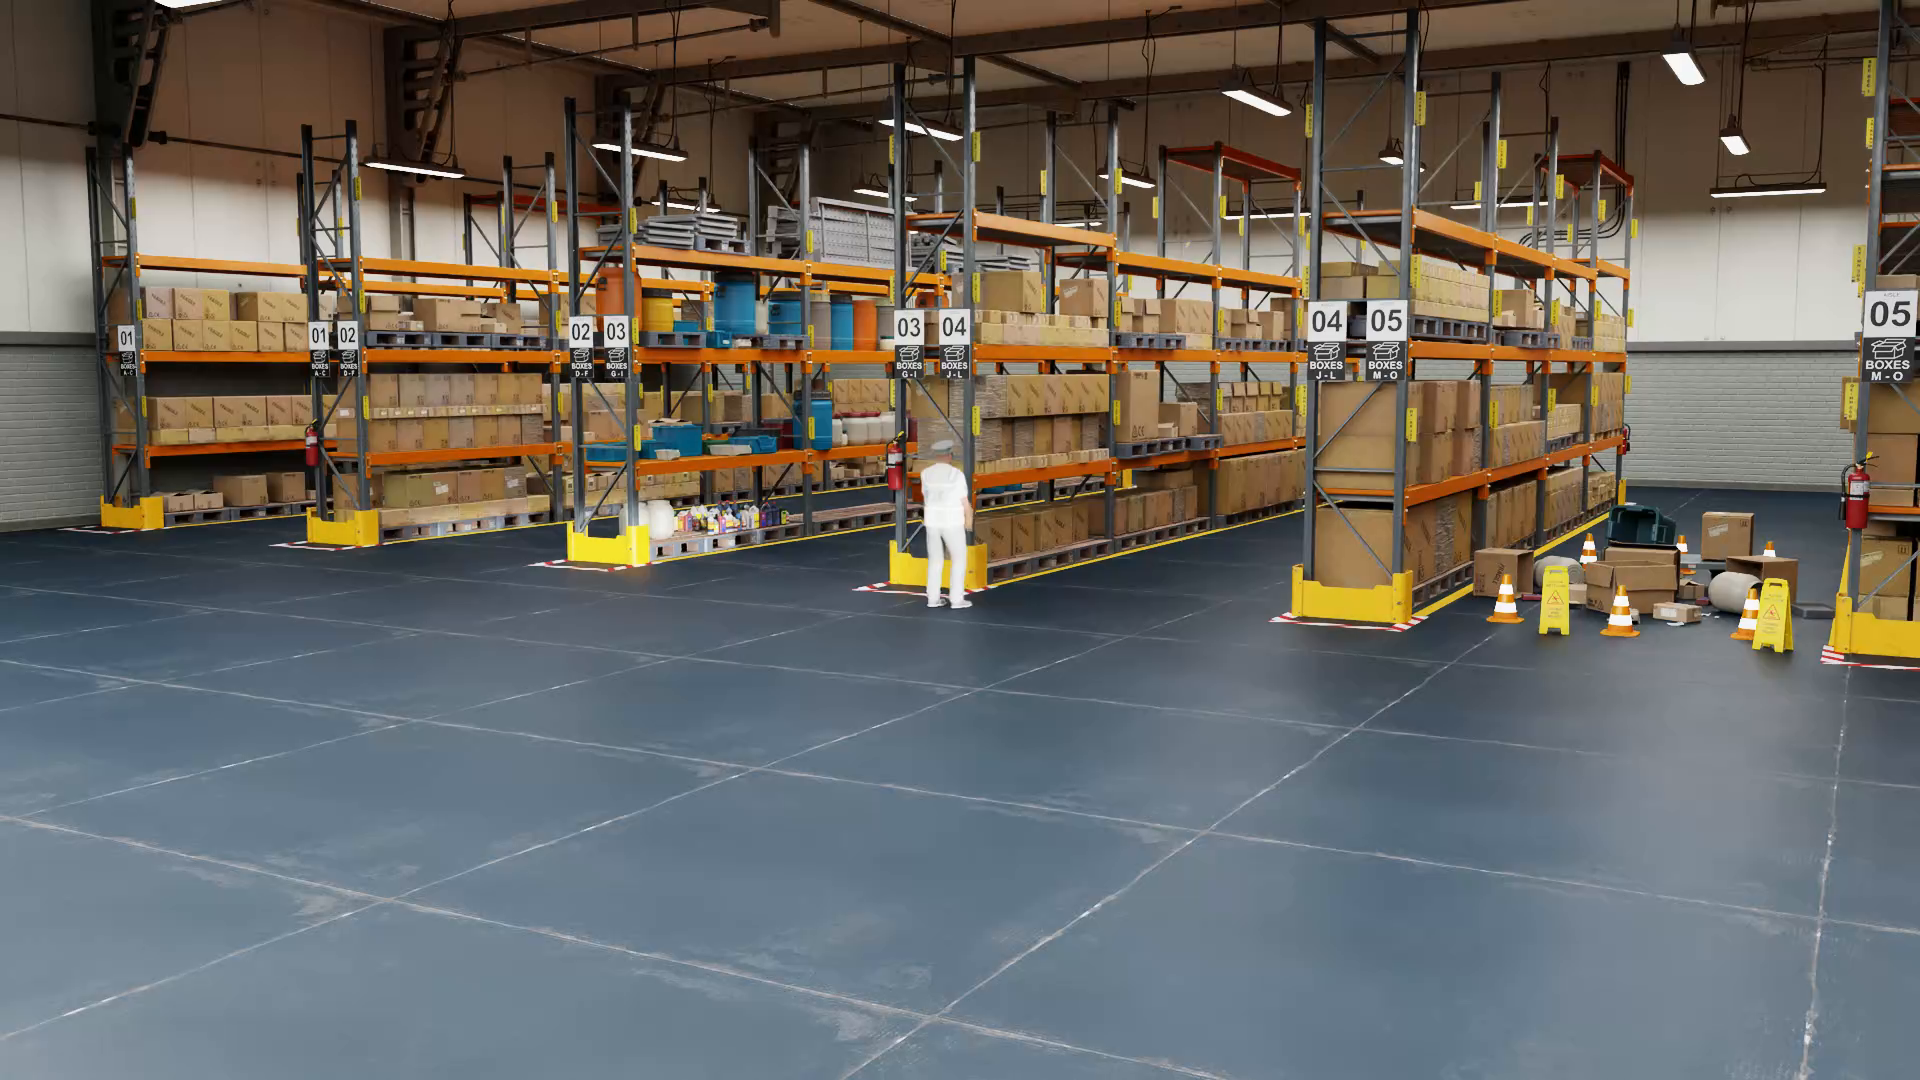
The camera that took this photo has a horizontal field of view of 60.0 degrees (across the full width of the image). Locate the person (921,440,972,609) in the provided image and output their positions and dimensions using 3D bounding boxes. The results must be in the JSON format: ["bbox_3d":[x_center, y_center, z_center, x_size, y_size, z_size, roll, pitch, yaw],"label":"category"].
[{"bbox_3d":[-0.133,-0.171,17.626,0.527,1.773,0.525,3,7,28],"label":"person"}]
